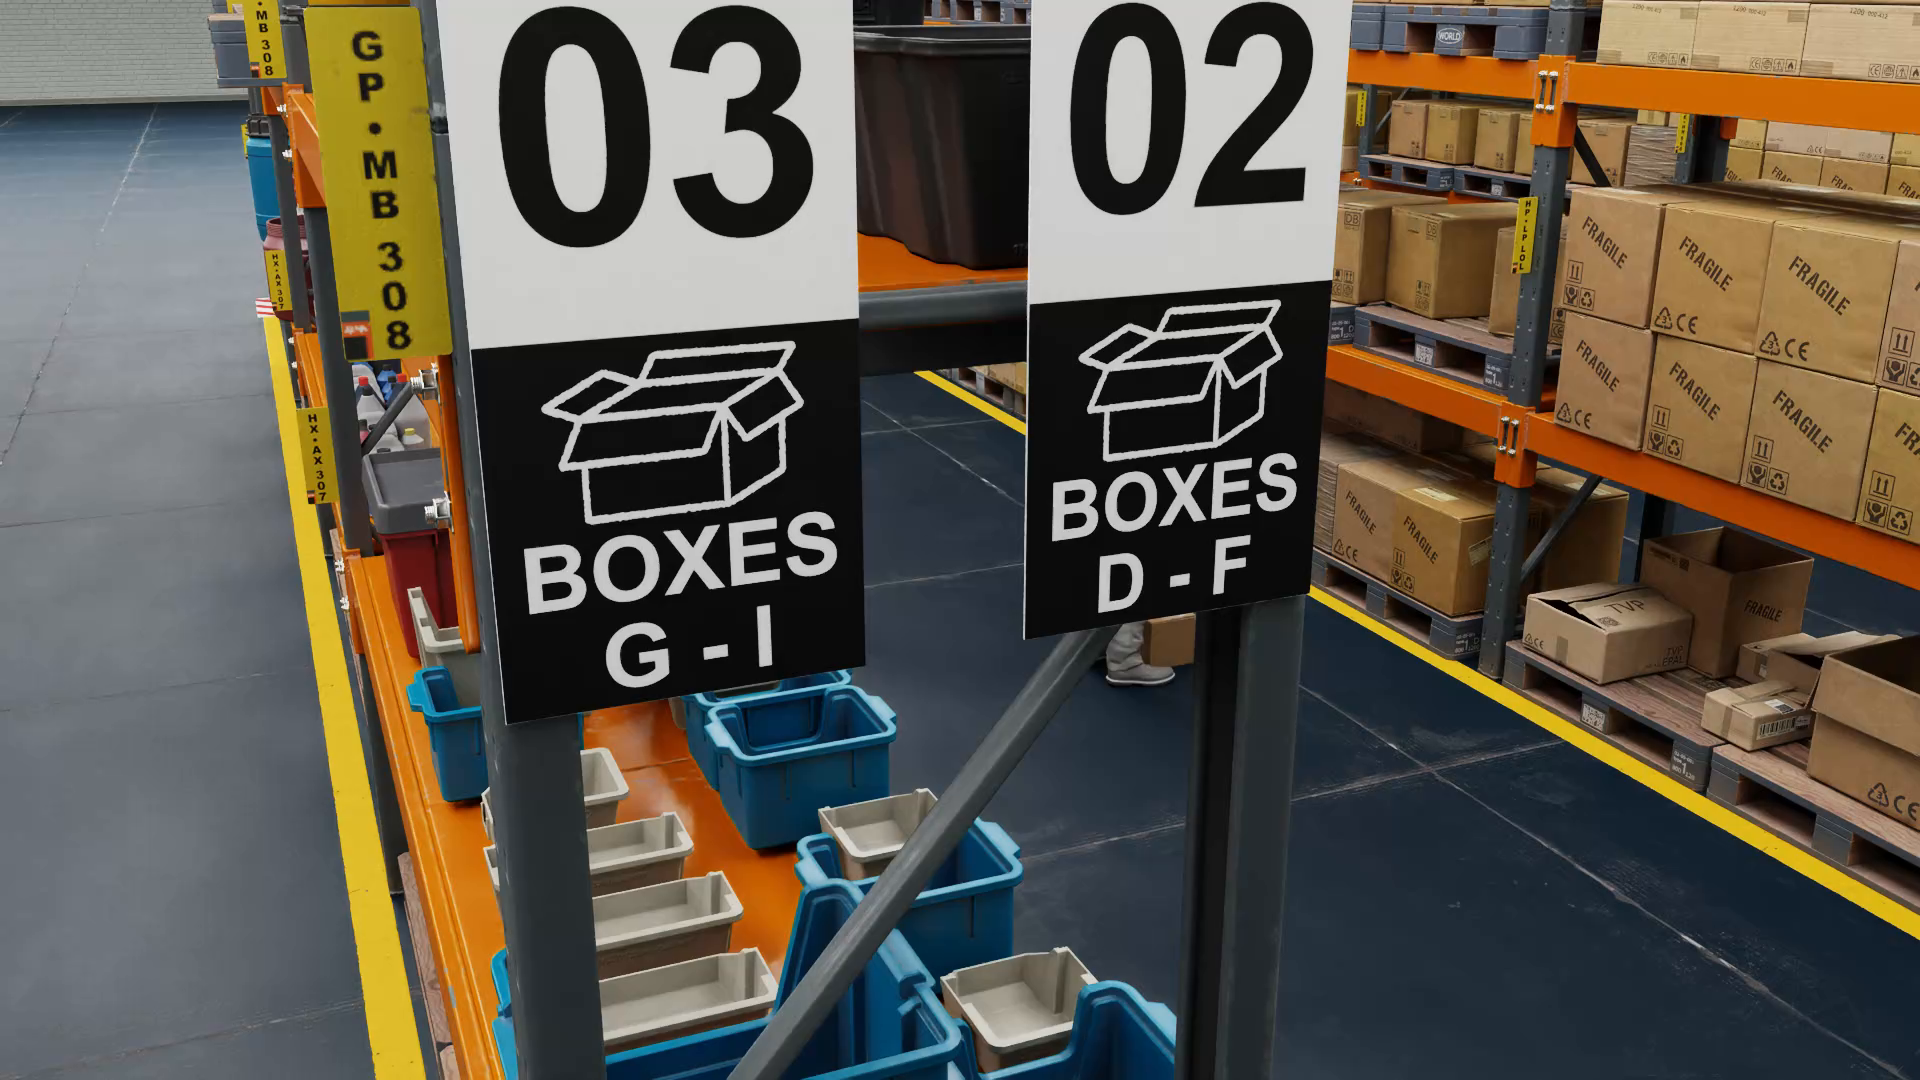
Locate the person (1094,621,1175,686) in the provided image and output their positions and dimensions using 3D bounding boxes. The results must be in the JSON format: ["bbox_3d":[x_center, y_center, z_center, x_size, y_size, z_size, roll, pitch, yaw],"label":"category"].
[{"bbox_3d":[0.711,-0.215,7.686,0.437,1.747,0.603,-9,21,-25],"label":"person"}]
